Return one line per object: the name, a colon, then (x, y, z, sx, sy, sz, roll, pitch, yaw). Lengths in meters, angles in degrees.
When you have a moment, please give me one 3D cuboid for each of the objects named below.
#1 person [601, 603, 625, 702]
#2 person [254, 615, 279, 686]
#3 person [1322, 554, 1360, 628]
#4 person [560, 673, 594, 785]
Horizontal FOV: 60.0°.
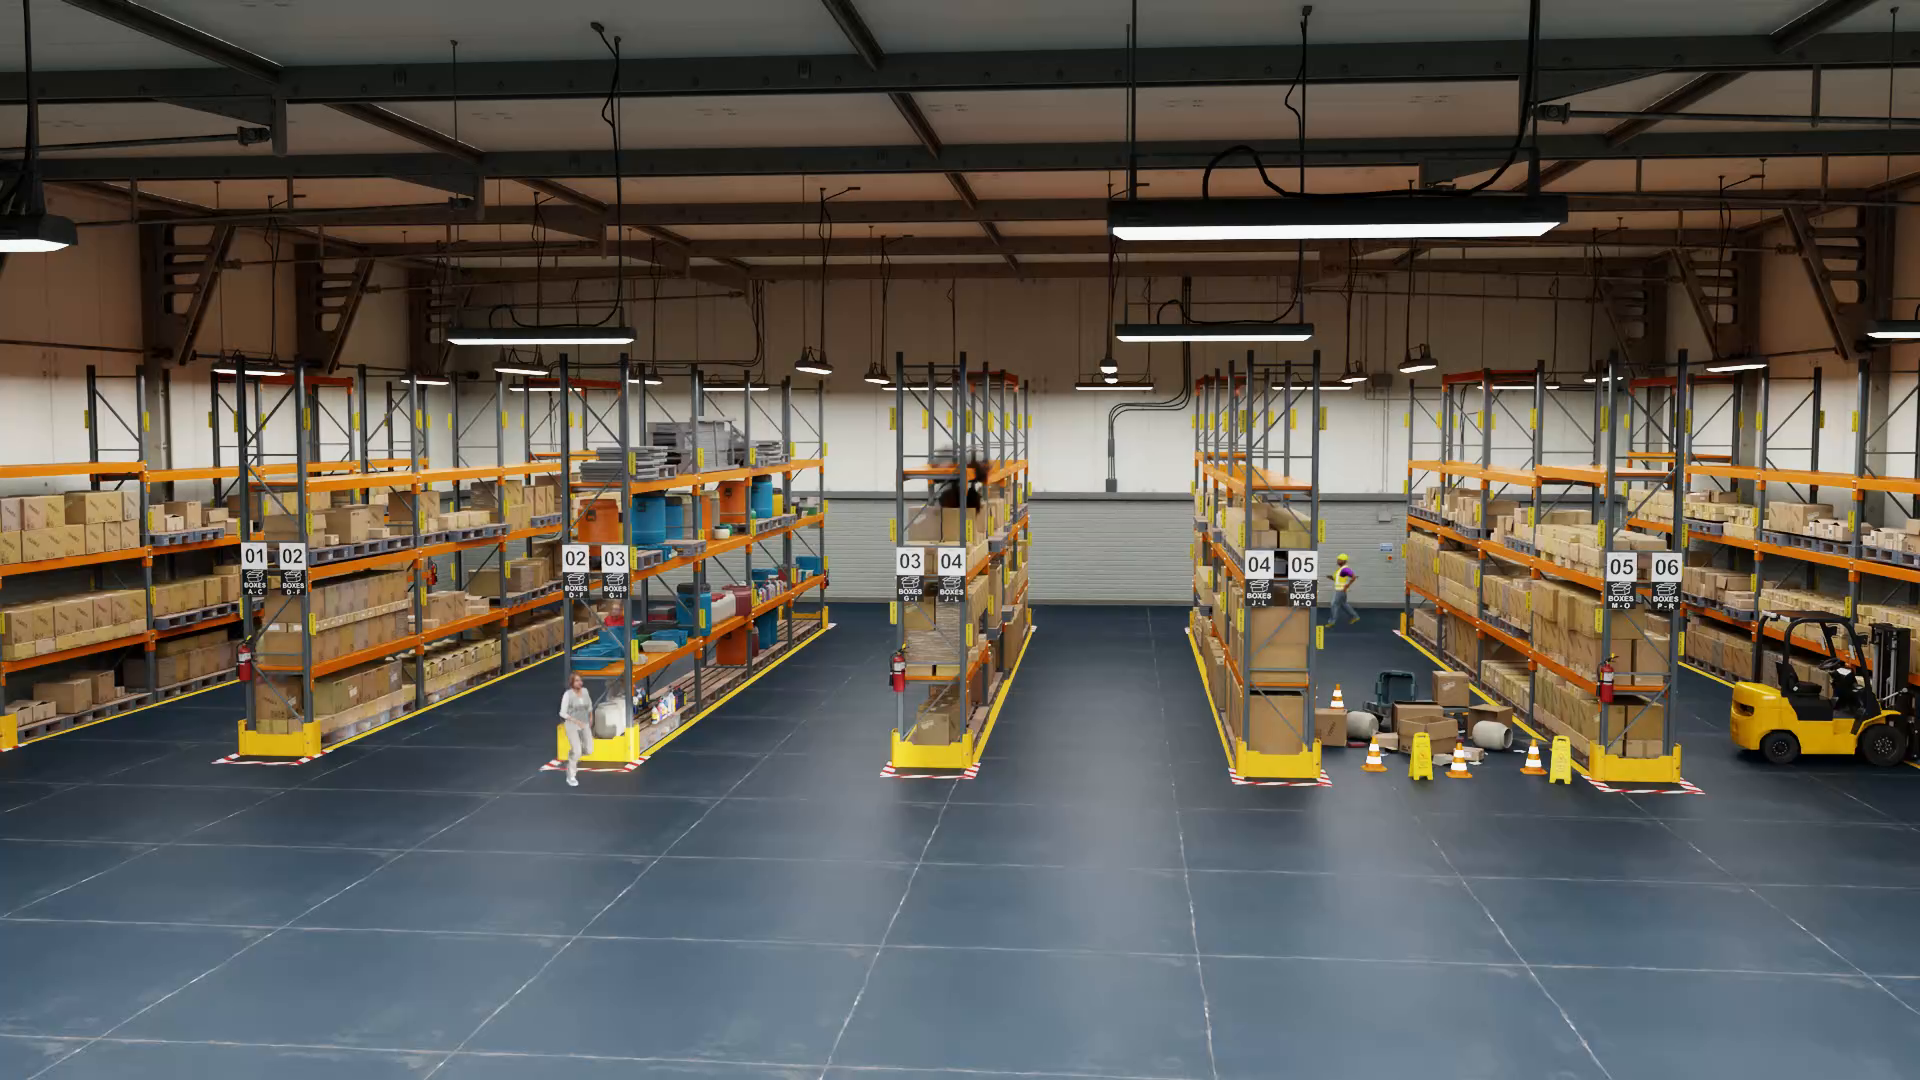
person: (-6.164, 2.033, 29.862, 0.642, 1.802, 0.800, 0, 4, 0)
person: (-12.045, 2.130, 28.973, 0.586, 1.659, 0.828, 0, 4, 5)
person: (9.244, 1.230, 40.307, 0.939, 1.779, 0.690, 0, 4, 6)
person: (-5.261, 2.610, 22.956, 0.575, 1.556, 0.602, -4, 6, -44)
